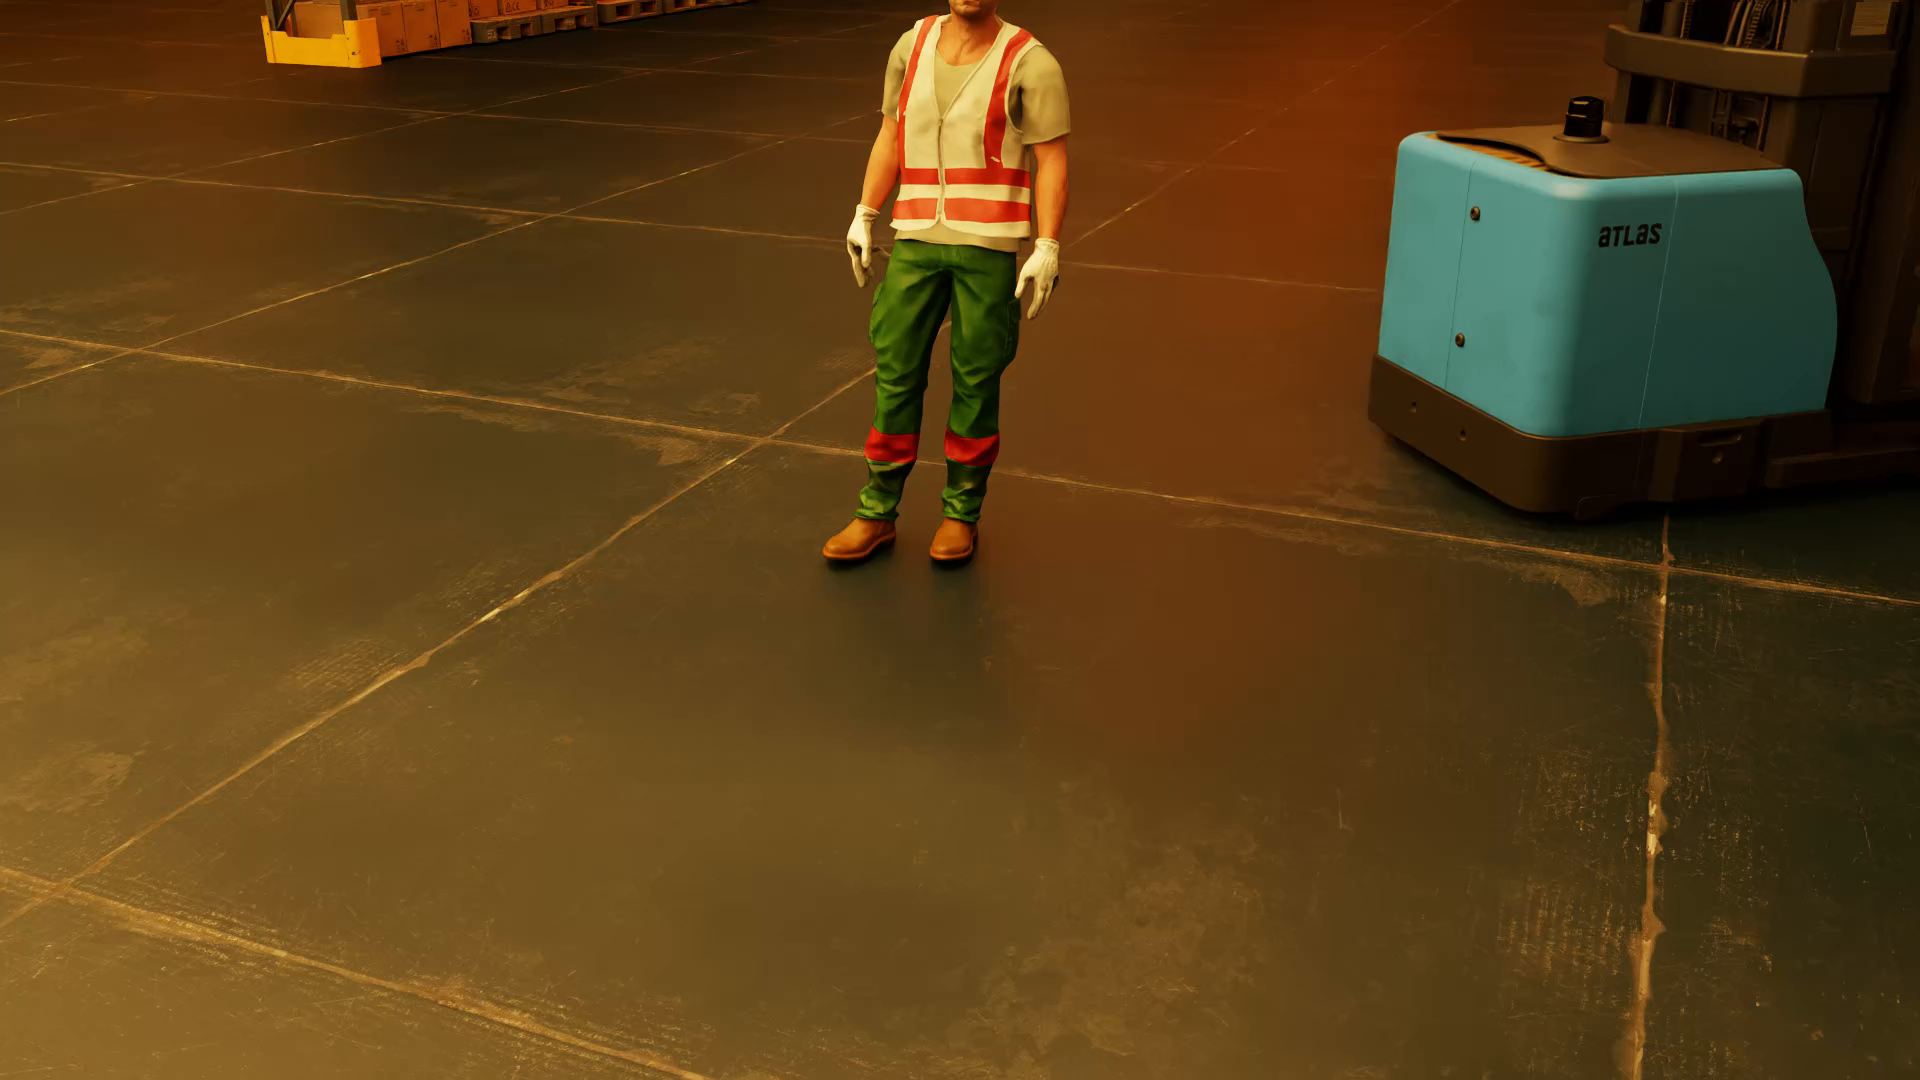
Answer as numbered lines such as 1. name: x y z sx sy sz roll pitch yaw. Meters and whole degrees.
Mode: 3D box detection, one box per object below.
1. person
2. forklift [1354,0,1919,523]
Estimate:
1. person: -0.041 -0.805 4.680 0.638 1.789 0.562 9 24 21
2. forklift: 2.984 -1.713 5.390 3.031 2.935 1.130 -6 24 -15
